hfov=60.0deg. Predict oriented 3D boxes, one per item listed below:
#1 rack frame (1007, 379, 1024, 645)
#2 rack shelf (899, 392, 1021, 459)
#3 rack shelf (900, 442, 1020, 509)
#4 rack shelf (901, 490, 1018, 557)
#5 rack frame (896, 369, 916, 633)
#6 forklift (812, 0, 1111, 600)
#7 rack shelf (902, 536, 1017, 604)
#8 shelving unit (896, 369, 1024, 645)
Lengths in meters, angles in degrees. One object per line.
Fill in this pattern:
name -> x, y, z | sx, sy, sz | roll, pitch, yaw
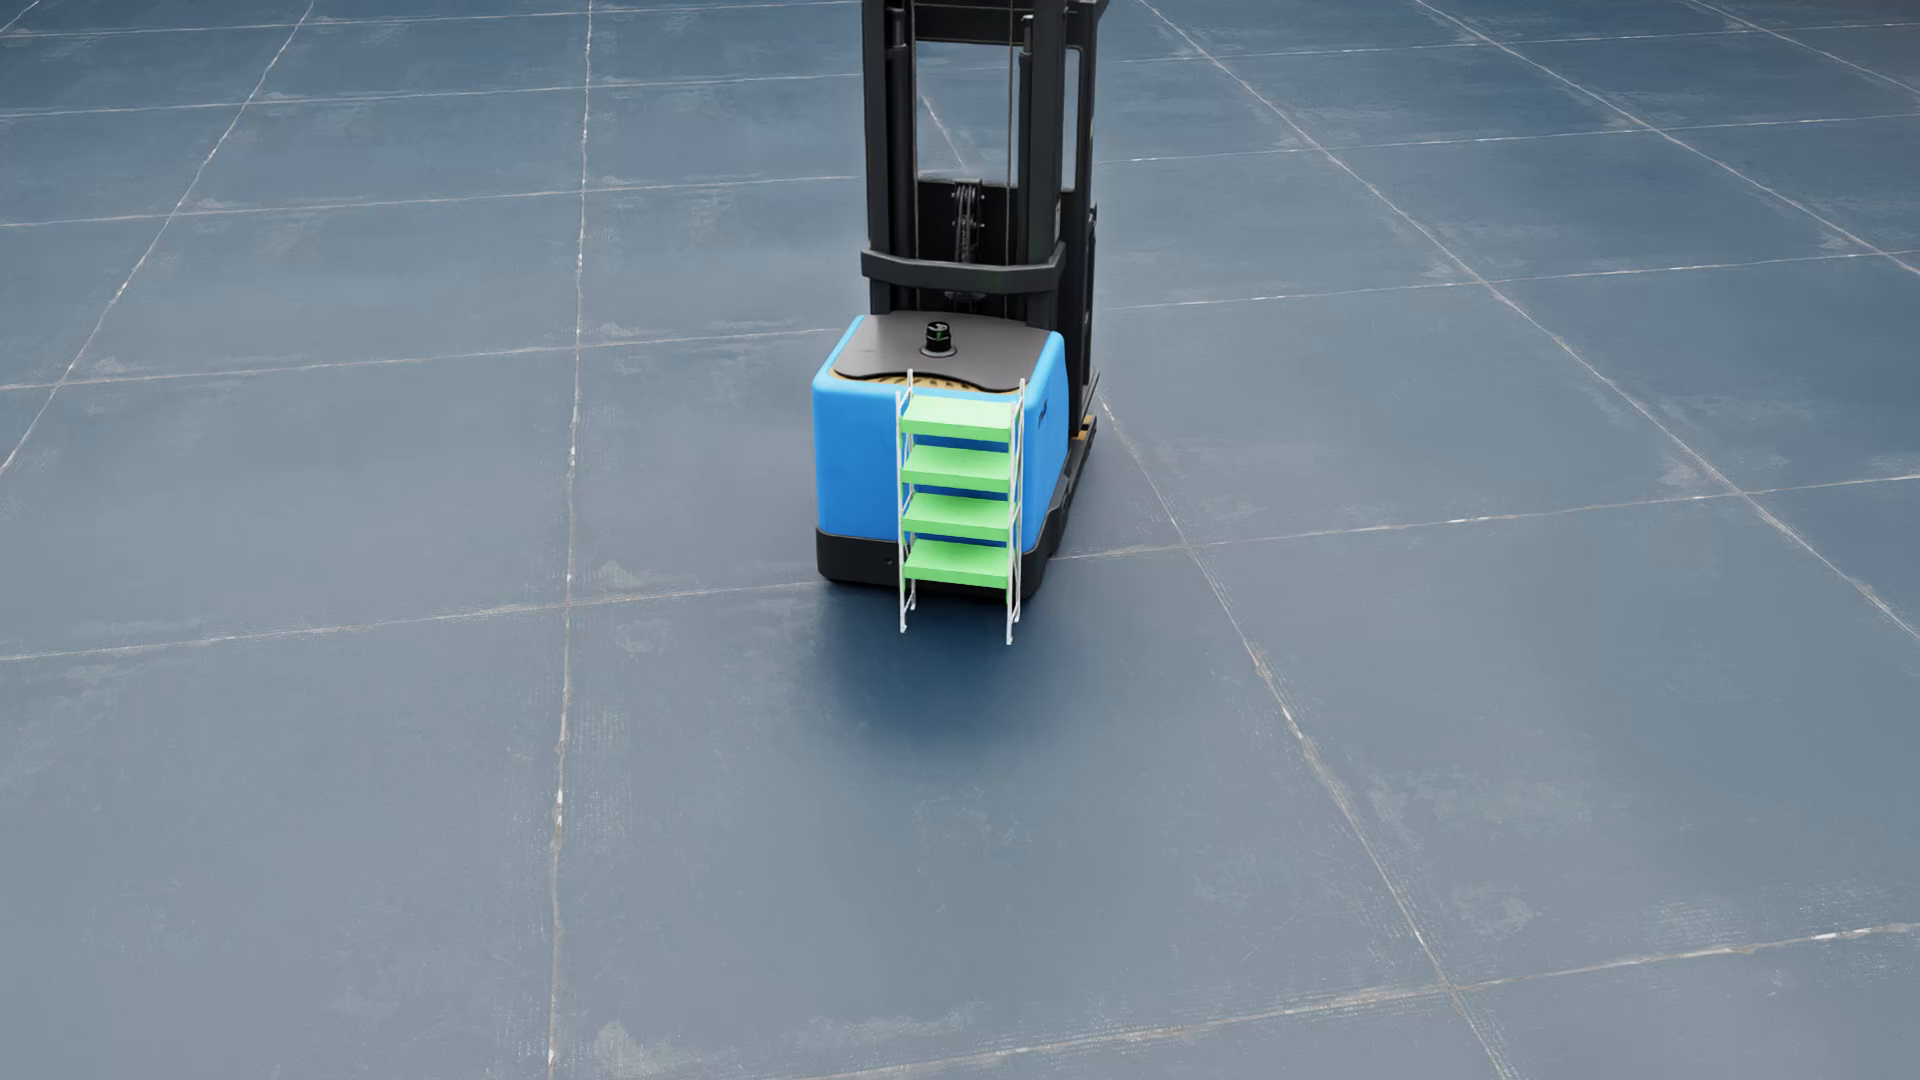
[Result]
rack frame -> 0.241, -0.105, 7.245 | 0.015, 1.200, 0.240 | 6, 31, 10
rack shelf -> 0.002, -0.489, 7.077 | 0.480, 0.148, 0.258 | 6, 31, 10
rack shelf -> 0.002, -0.282, 7.199 | 0.480, 0.148, 0.258 | 6, 31, 10
rack shelf -> 0.002, -0.075, 7.320 | 0.480, 0.148, 0.258 | 6, 31, 10
rack frame -> -0.237, -0.155, 7.331 | 0.015, 1.200, 0.240 | 6, 31, 10
forklift -> 0.139, -1.722, 8.287 | 1.130, 2.935, 3.031 | 6, 31, 11
rack shelf -> 0.002, 0.132, 7.442 | 0.480, 0.148, 0.258 | 6, 31, 10
shelving unit -> 0.002, -0.130, 7.288 | 0.503, 1.200, 0.258 | 6, 31, 10
